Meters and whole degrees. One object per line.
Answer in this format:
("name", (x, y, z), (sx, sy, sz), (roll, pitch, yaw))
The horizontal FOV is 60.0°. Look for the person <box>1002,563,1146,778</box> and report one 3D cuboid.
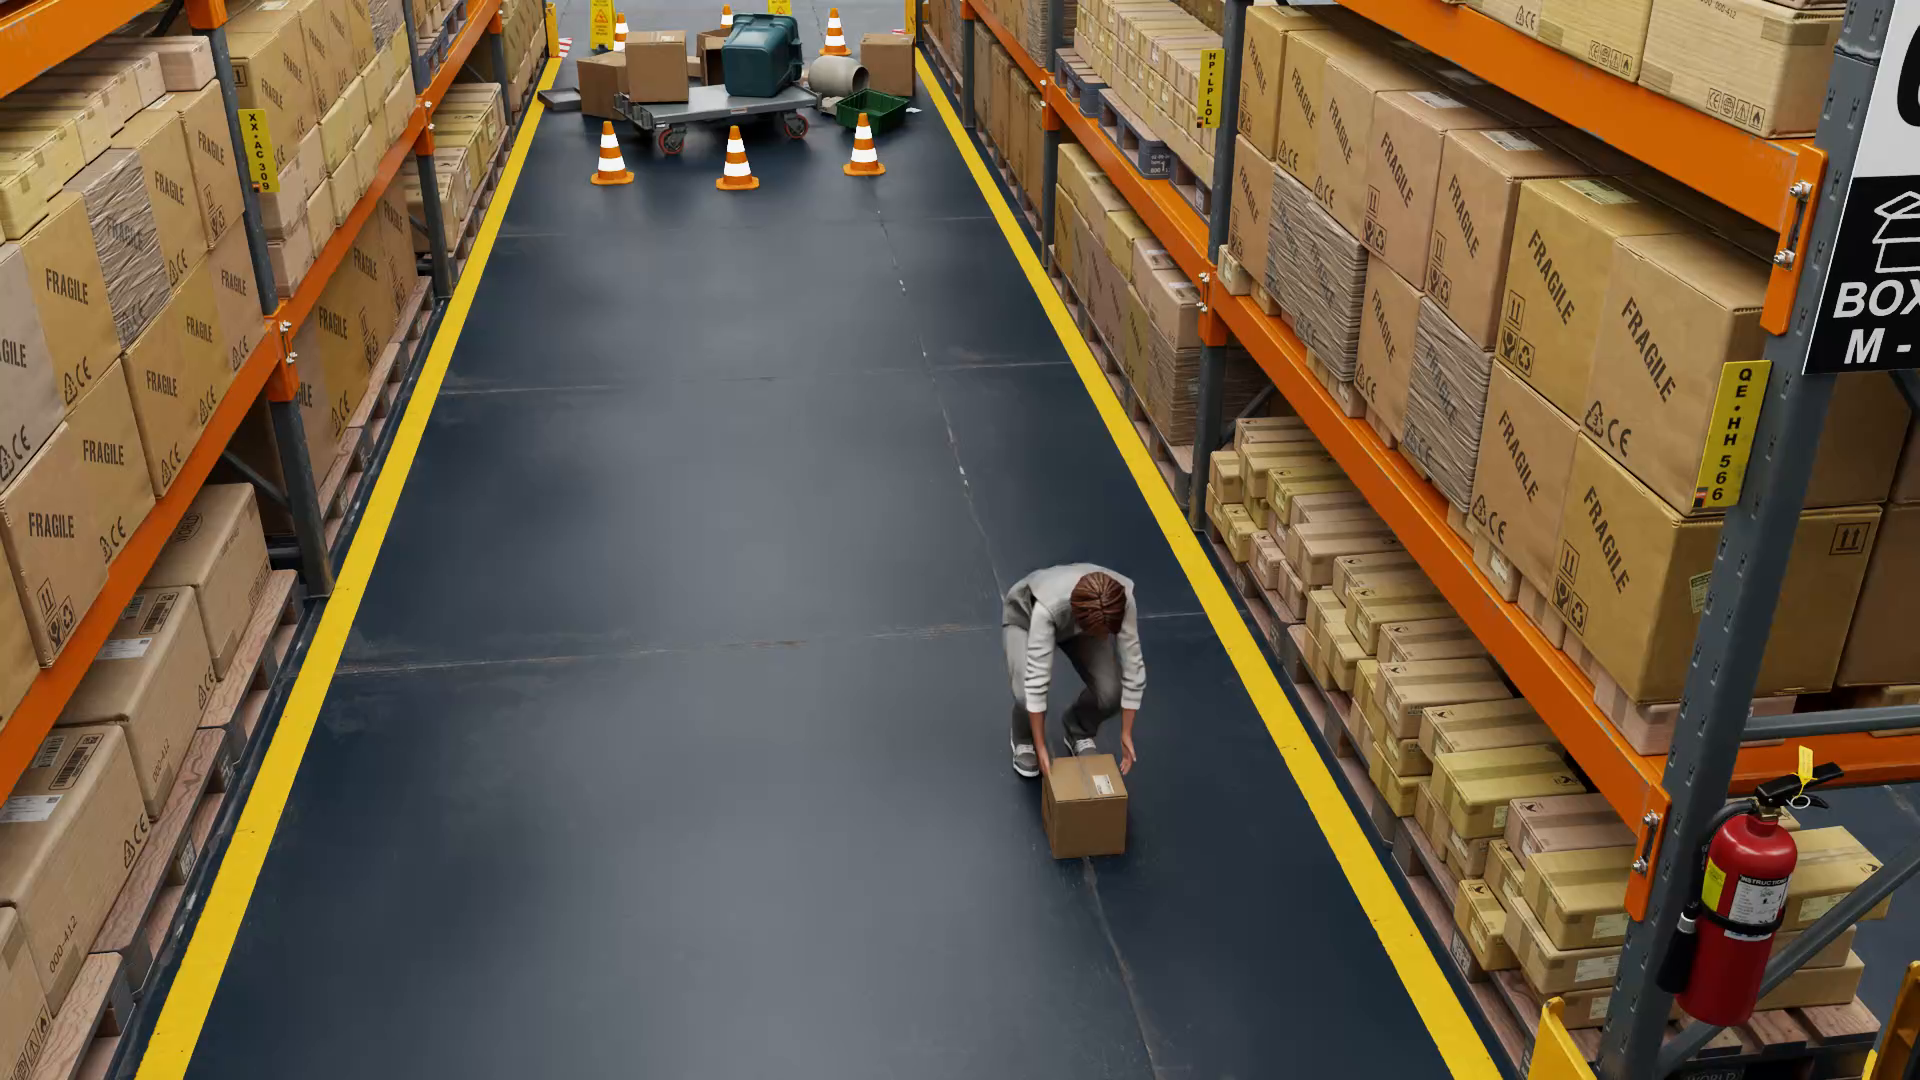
("person", (0.396, 0.435, 5.984), (0.453, 0.963, 0.780), (-4, 28, -8))
